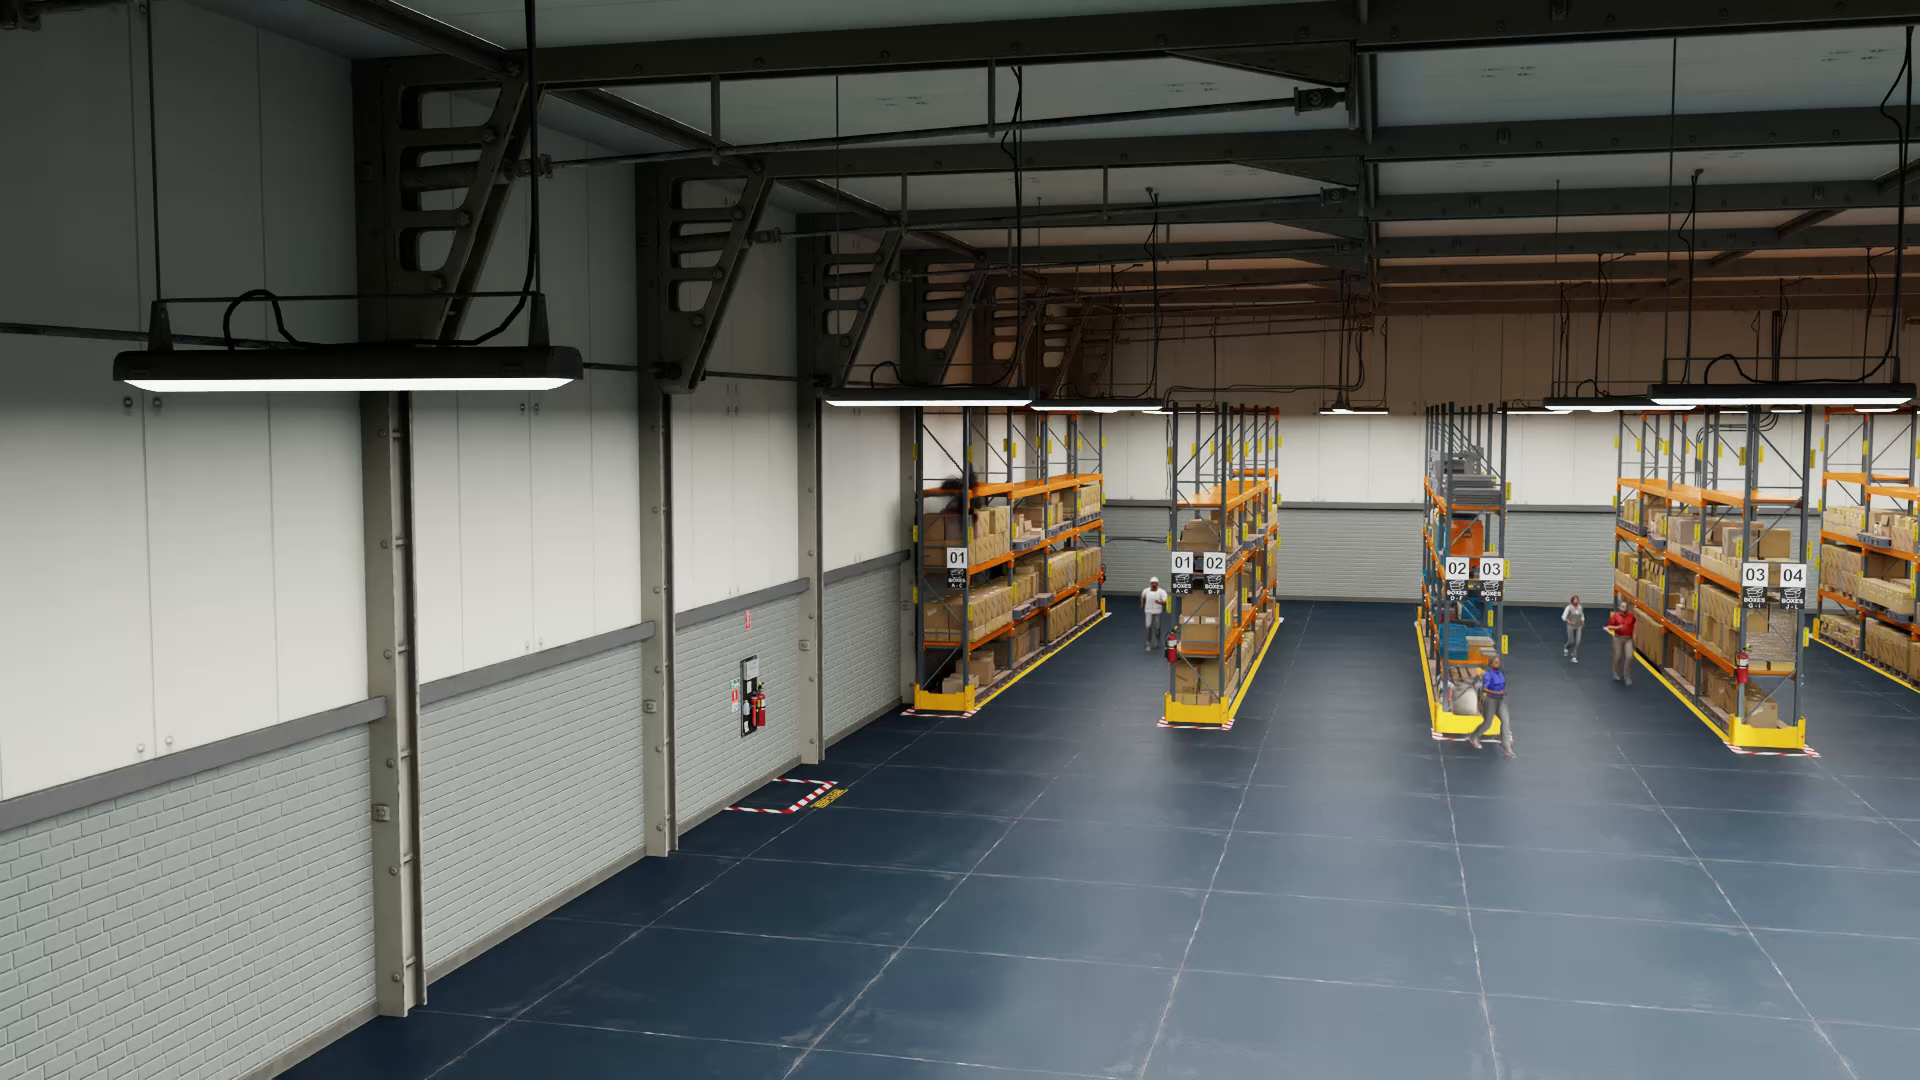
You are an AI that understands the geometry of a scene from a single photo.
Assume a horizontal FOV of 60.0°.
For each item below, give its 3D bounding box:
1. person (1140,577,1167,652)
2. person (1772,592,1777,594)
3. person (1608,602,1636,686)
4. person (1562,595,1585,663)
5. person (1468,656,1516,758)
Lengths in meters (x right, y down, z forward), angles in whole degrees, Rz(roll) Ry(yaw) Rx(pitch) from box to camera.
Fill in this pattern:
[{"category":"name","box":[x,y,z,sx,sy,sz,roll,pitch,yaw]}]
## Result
[{"category":"person","box":[4.757,1.809,40.857,0.686,1.804,0.842,1,4,12]},{"category":"person","box":[20.863,1.638,42.974,0.729,1.769,0.911,4,6,42]},{"category":"person","box":[14.269,2.217,35.807,0.642,1.787,0.762,1,4,9]},{"category":"person","box":[14.367,2.076,38.938,0.542,1.546,0.625,0,4,-2]},{"category":"person","box":[9.077,2.808,28.279,0.586,1.690,0.850,-3,5,-32]}]
